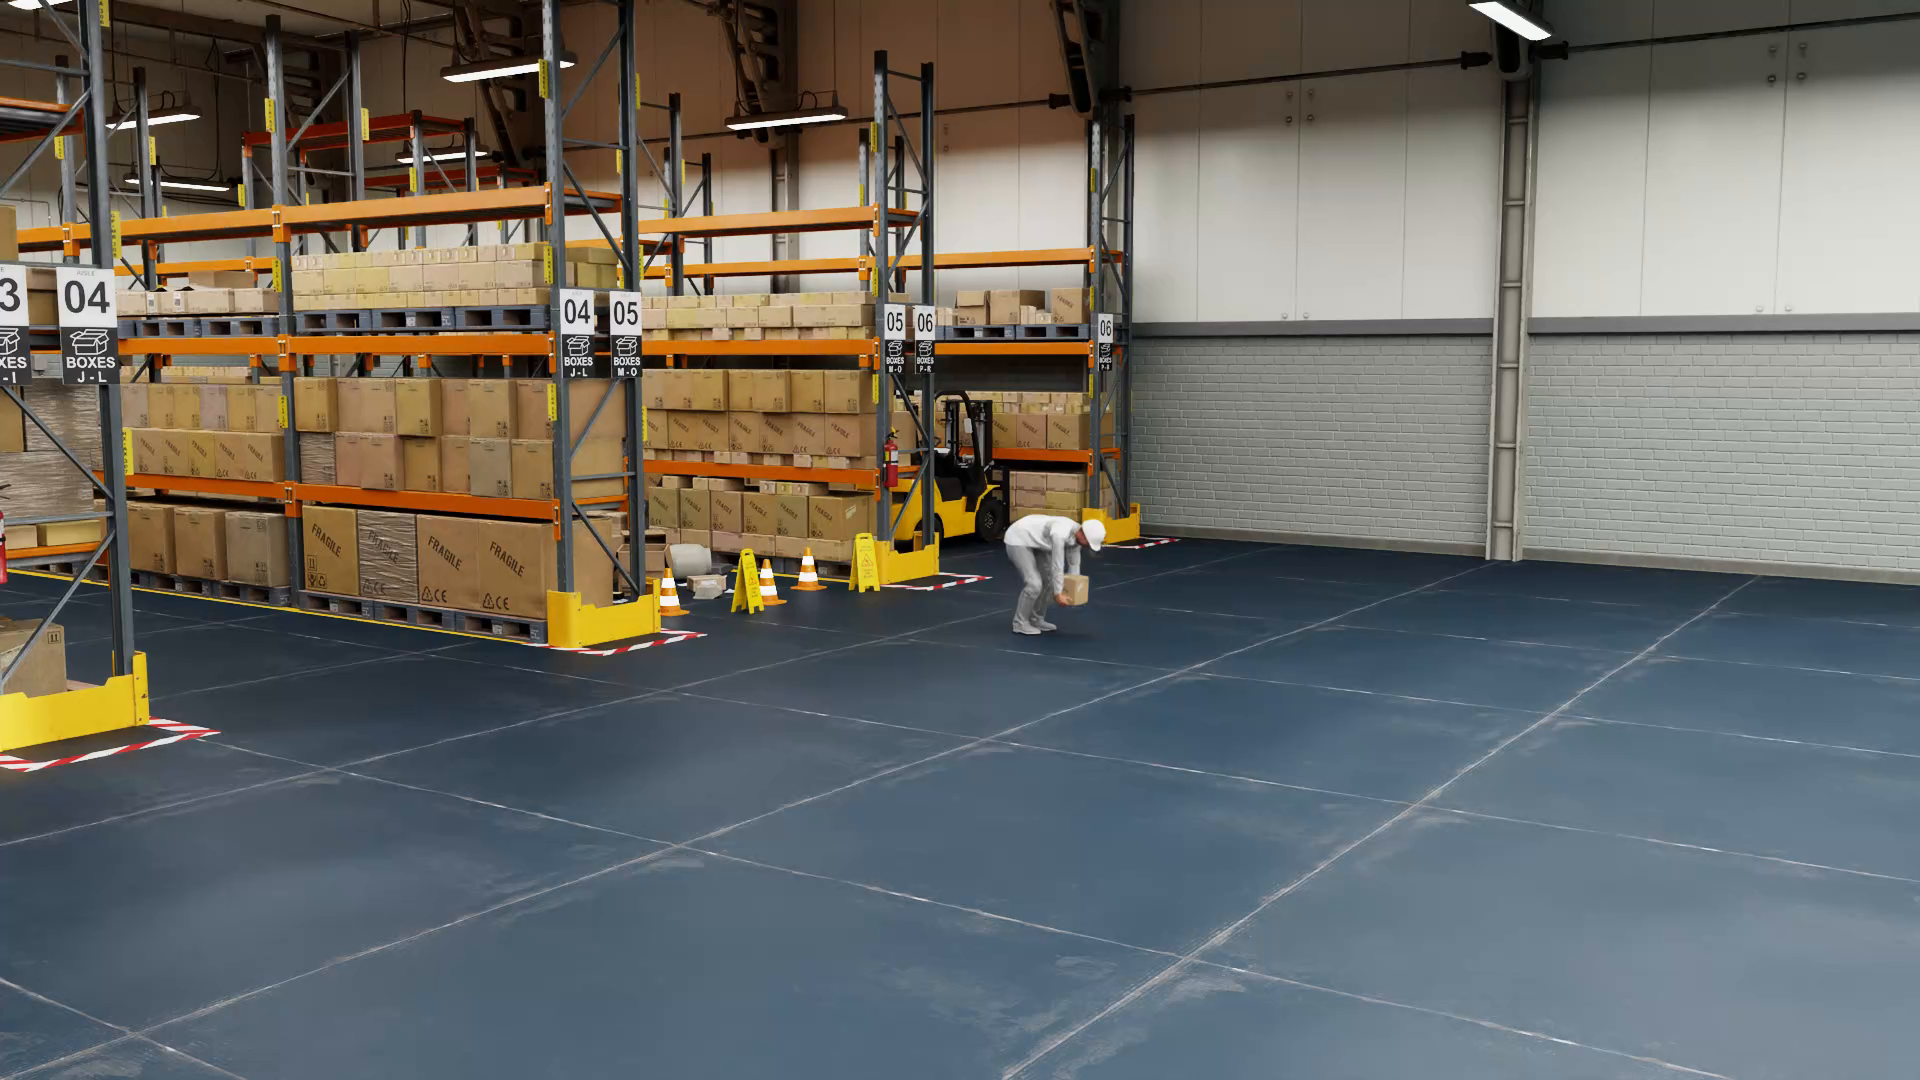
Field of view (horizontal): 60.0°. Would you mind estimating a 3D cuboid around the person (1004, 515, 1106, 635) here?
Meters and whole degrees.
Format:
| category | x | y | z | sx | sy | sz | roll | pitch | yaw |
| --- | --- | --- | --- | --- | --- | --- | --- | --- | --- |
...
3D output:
| category | x | y | z | sx | sy | sz | roll | pitch | yaw |
| --- | --- | --- | --- | --- | --- | --- | --- | --- | --- |
| person | 0.904 | 0.331 | 15.616 | 1.008 | 1.123 | 0.466 | 4 | 7 | 32 |
